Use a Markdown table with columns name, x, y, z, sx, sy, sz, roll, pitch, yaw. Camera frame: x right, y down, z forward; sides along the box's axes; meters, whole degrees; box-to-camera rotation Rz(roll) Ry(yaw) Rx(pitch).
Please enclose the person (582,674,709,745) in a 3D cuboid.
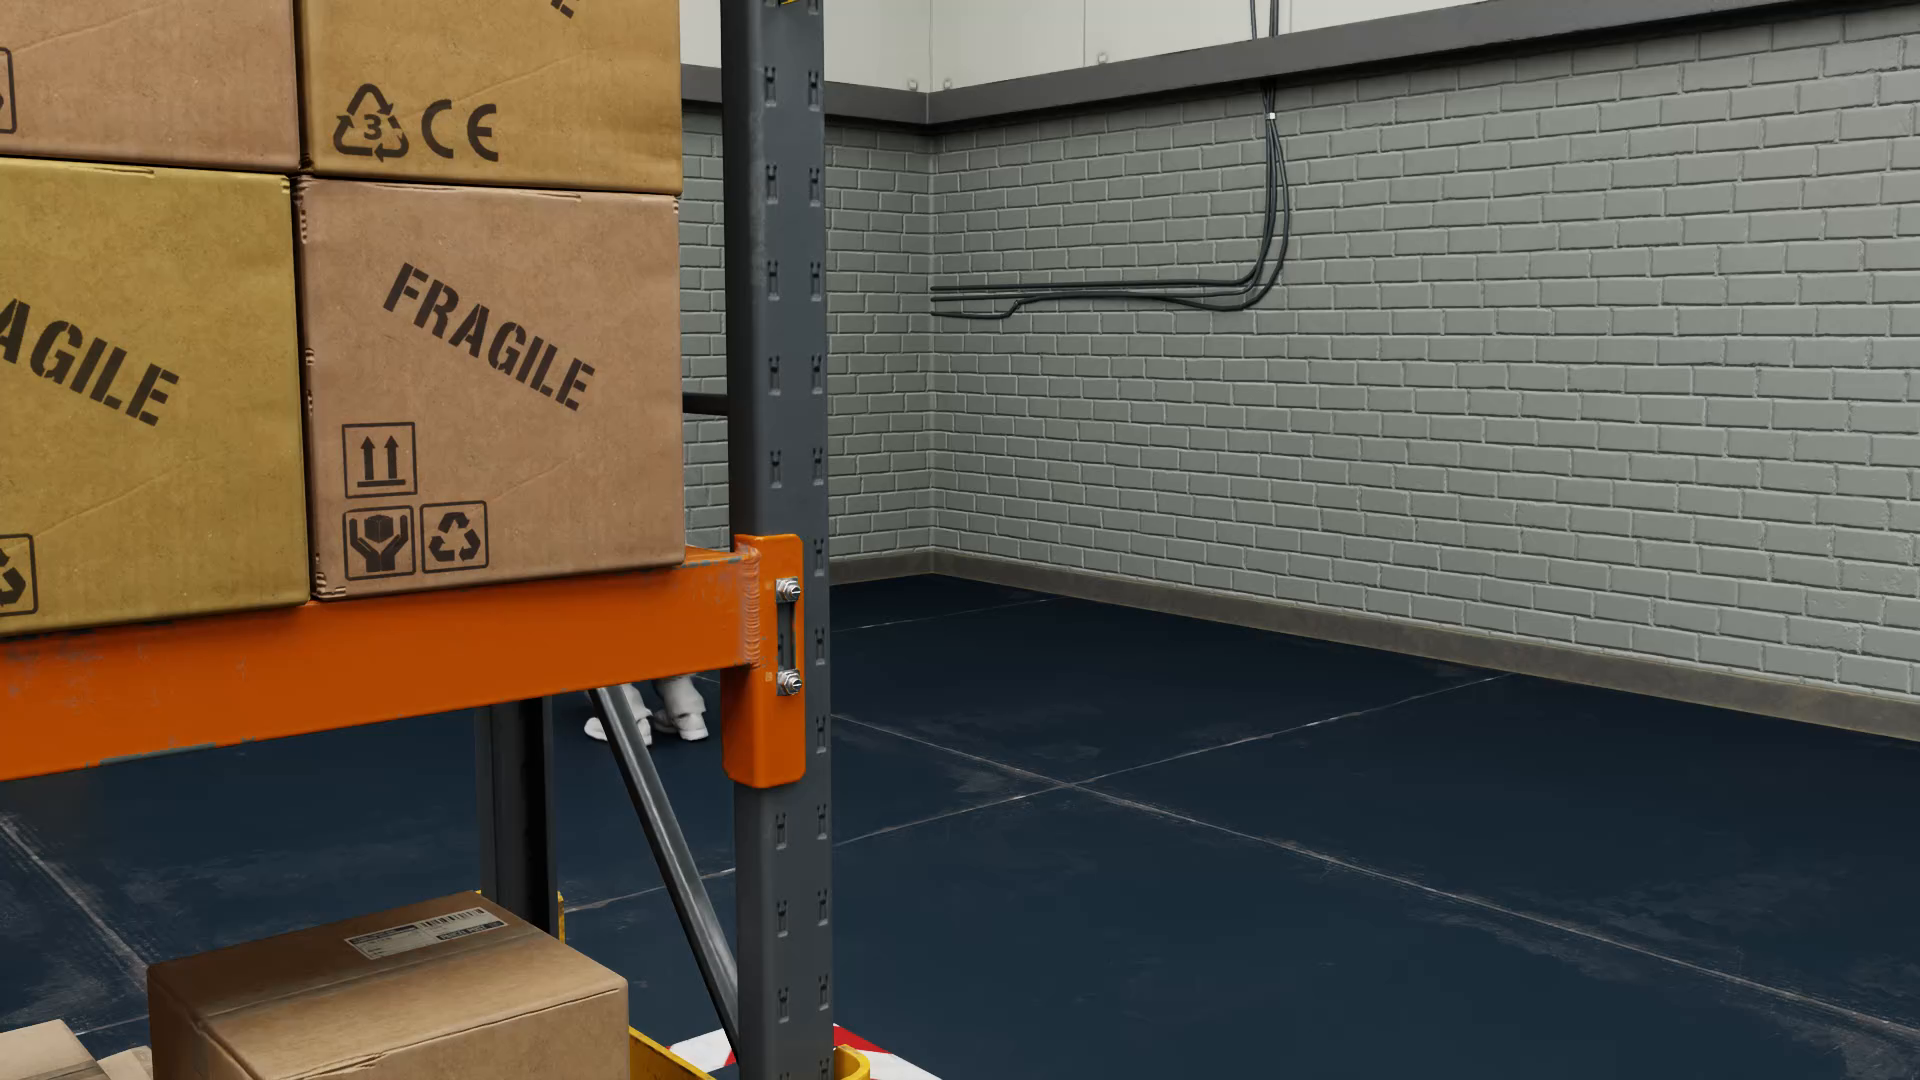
| name | x | y | z | sx | sy | sz | roll | pitch | yaw |
| --- | --- | --- | --- | --- | --- | --- | --- | --- | --- |
| person | -1.343 | 0.289 | 6.679 | 0.605 | 0.995 | 0.906 | -6 | 10 | -41 |
